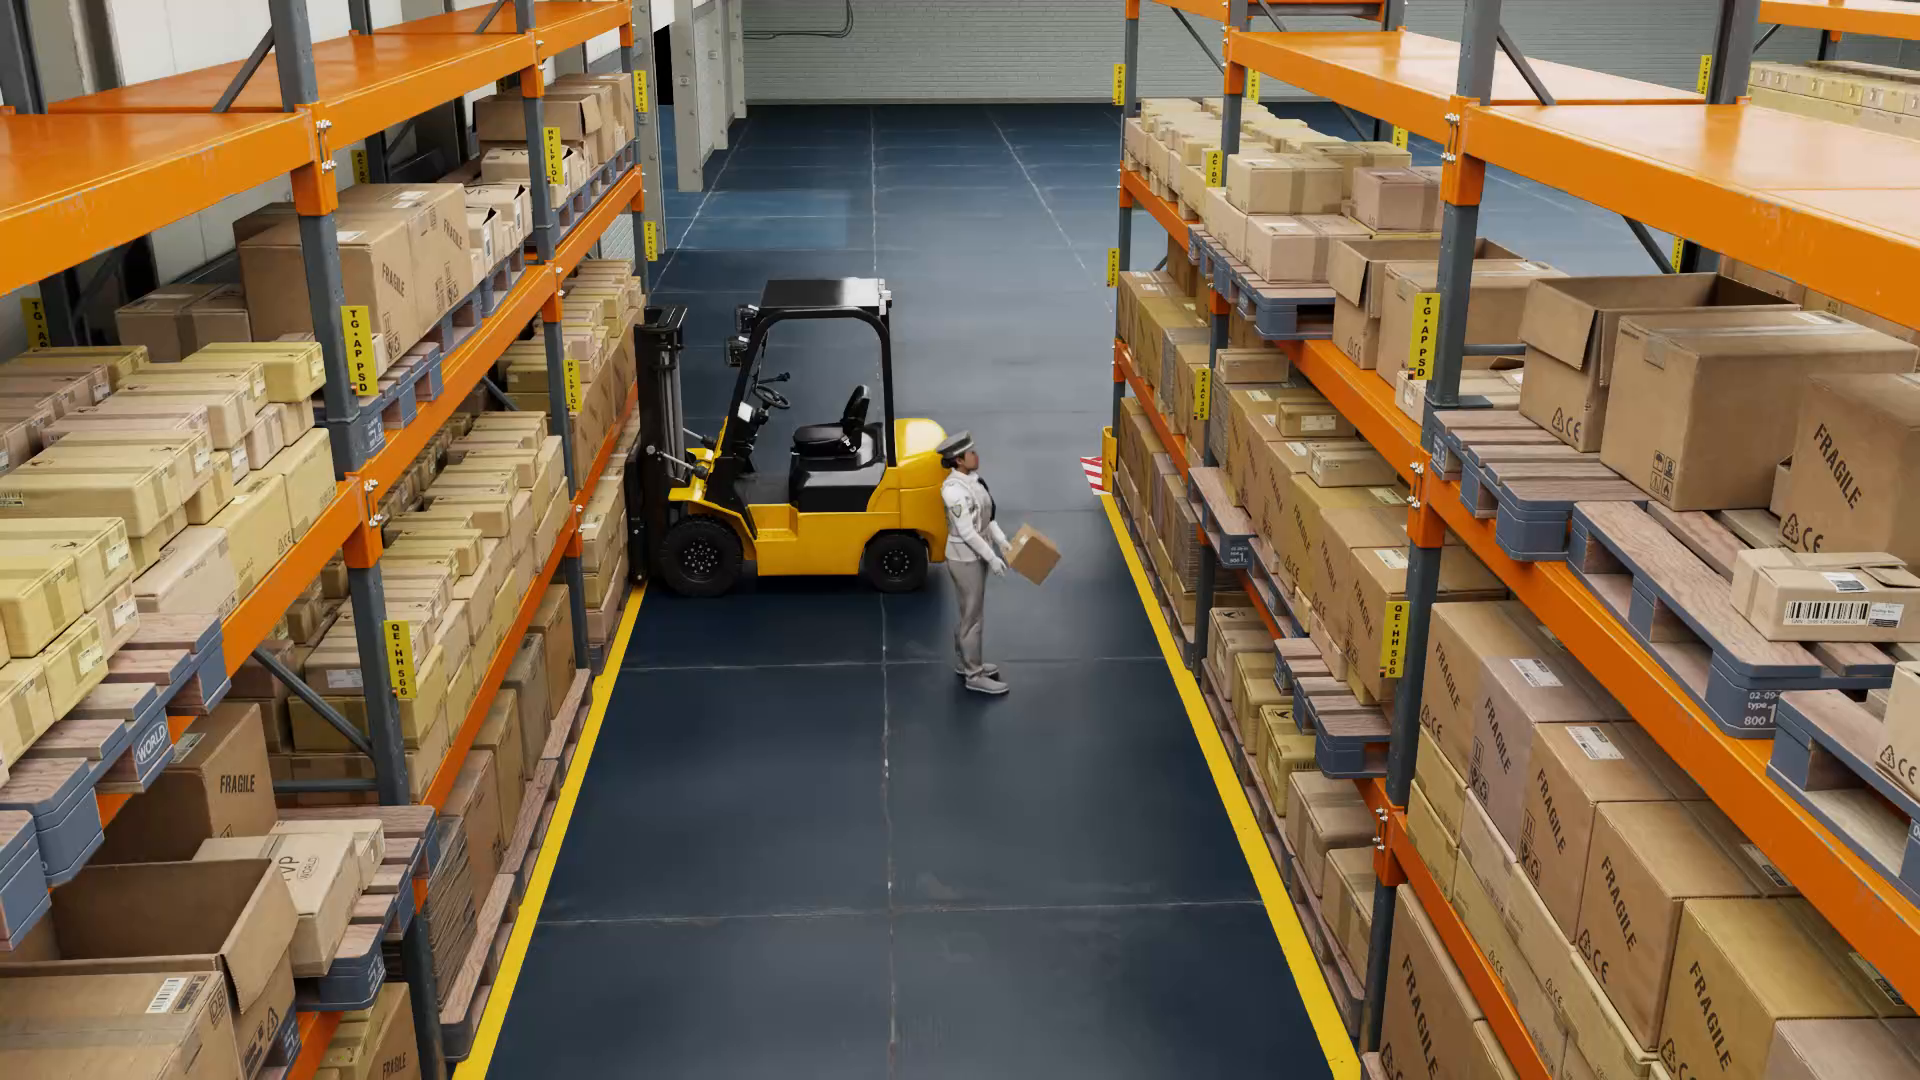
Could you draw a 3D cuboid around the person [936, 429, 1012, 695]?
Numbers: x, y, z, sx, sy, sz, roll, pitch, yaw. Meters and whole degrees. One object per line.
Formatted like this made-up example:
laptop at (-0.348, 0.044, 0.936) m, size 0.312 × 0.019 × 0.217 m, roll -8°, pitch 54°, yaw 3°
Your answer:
person at (0.106, 0.112, 10.715) m, size 0.521 × 1.698 × 0.495 m, roll 5°, pitch 21°, yaw 12°
